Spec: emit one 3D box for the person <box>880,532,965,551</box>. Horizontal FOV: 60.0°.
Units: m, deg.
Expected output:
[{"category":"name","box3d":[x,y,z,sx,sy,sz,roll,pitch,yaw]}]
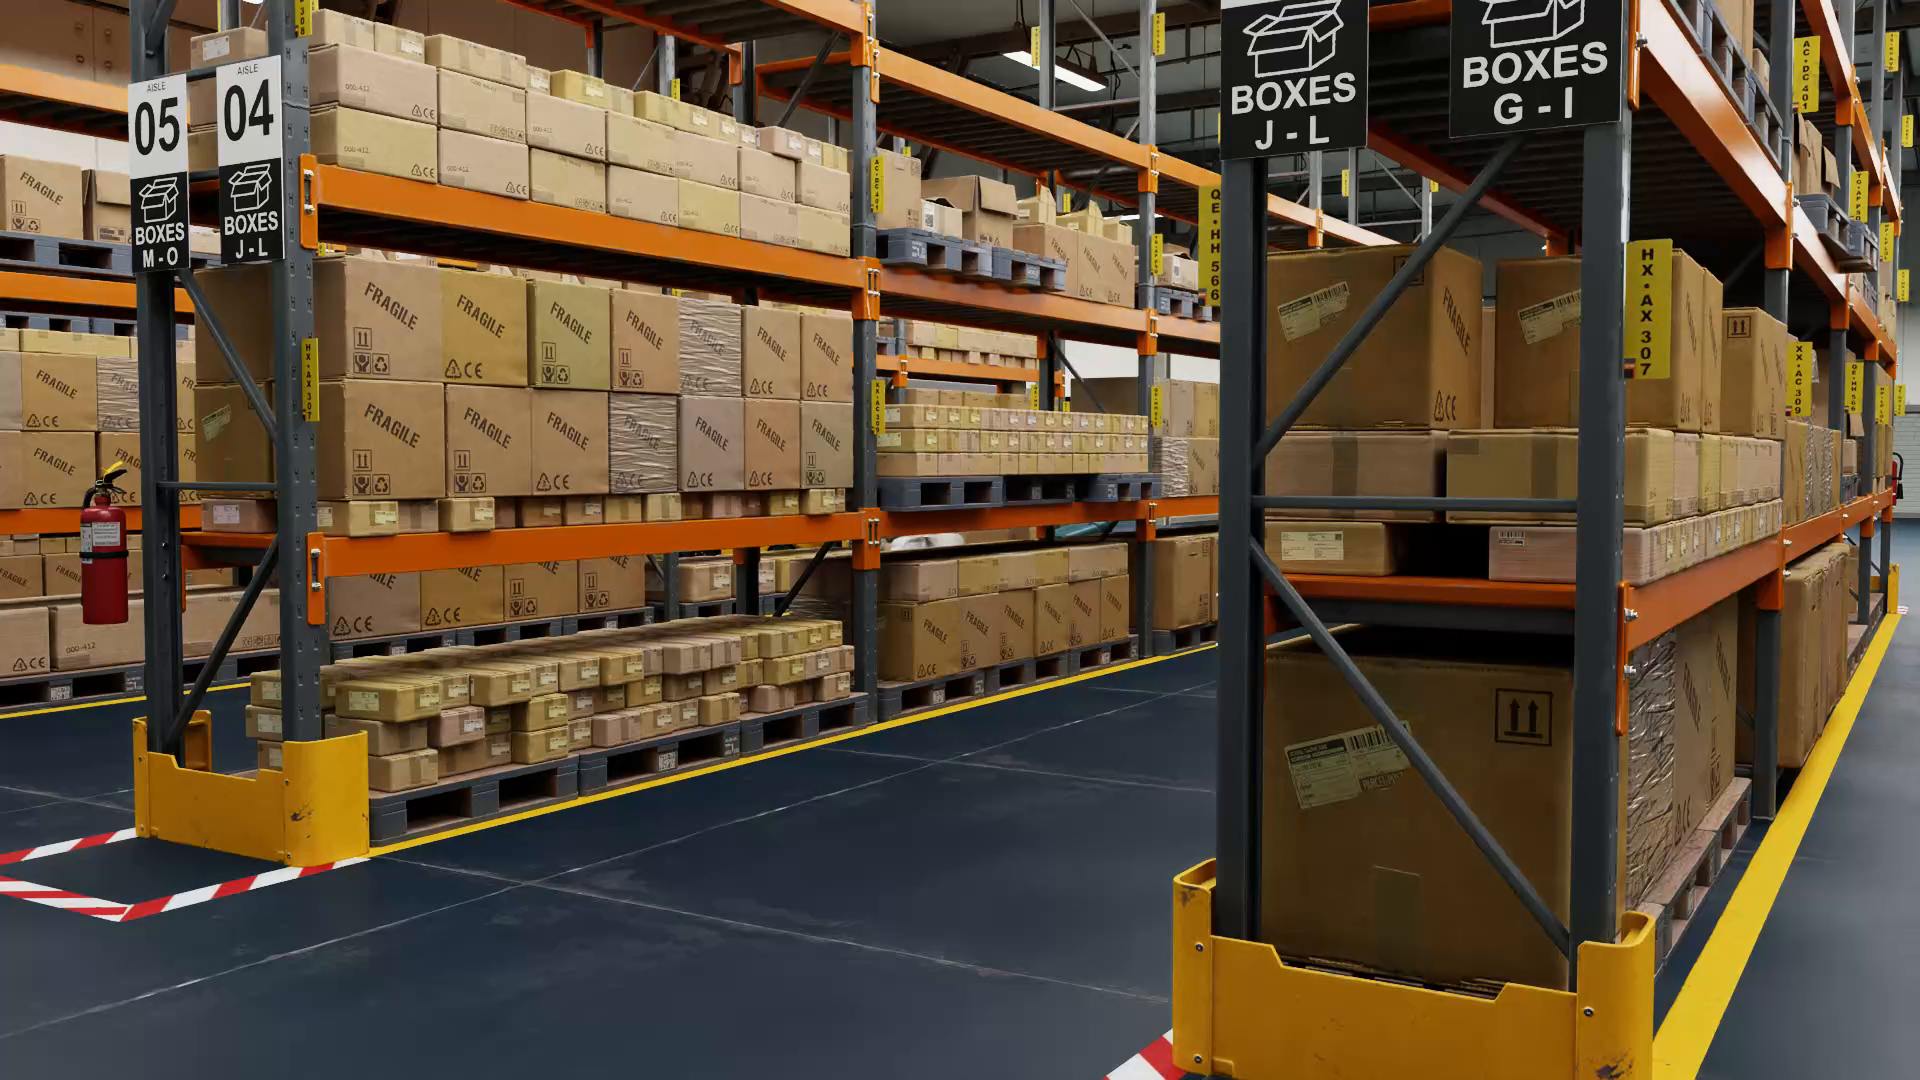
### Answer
[{"category":"person","box3d":[-0.450,0.312,17.270,1.023,0.938,0.534,2,3,28]}]
